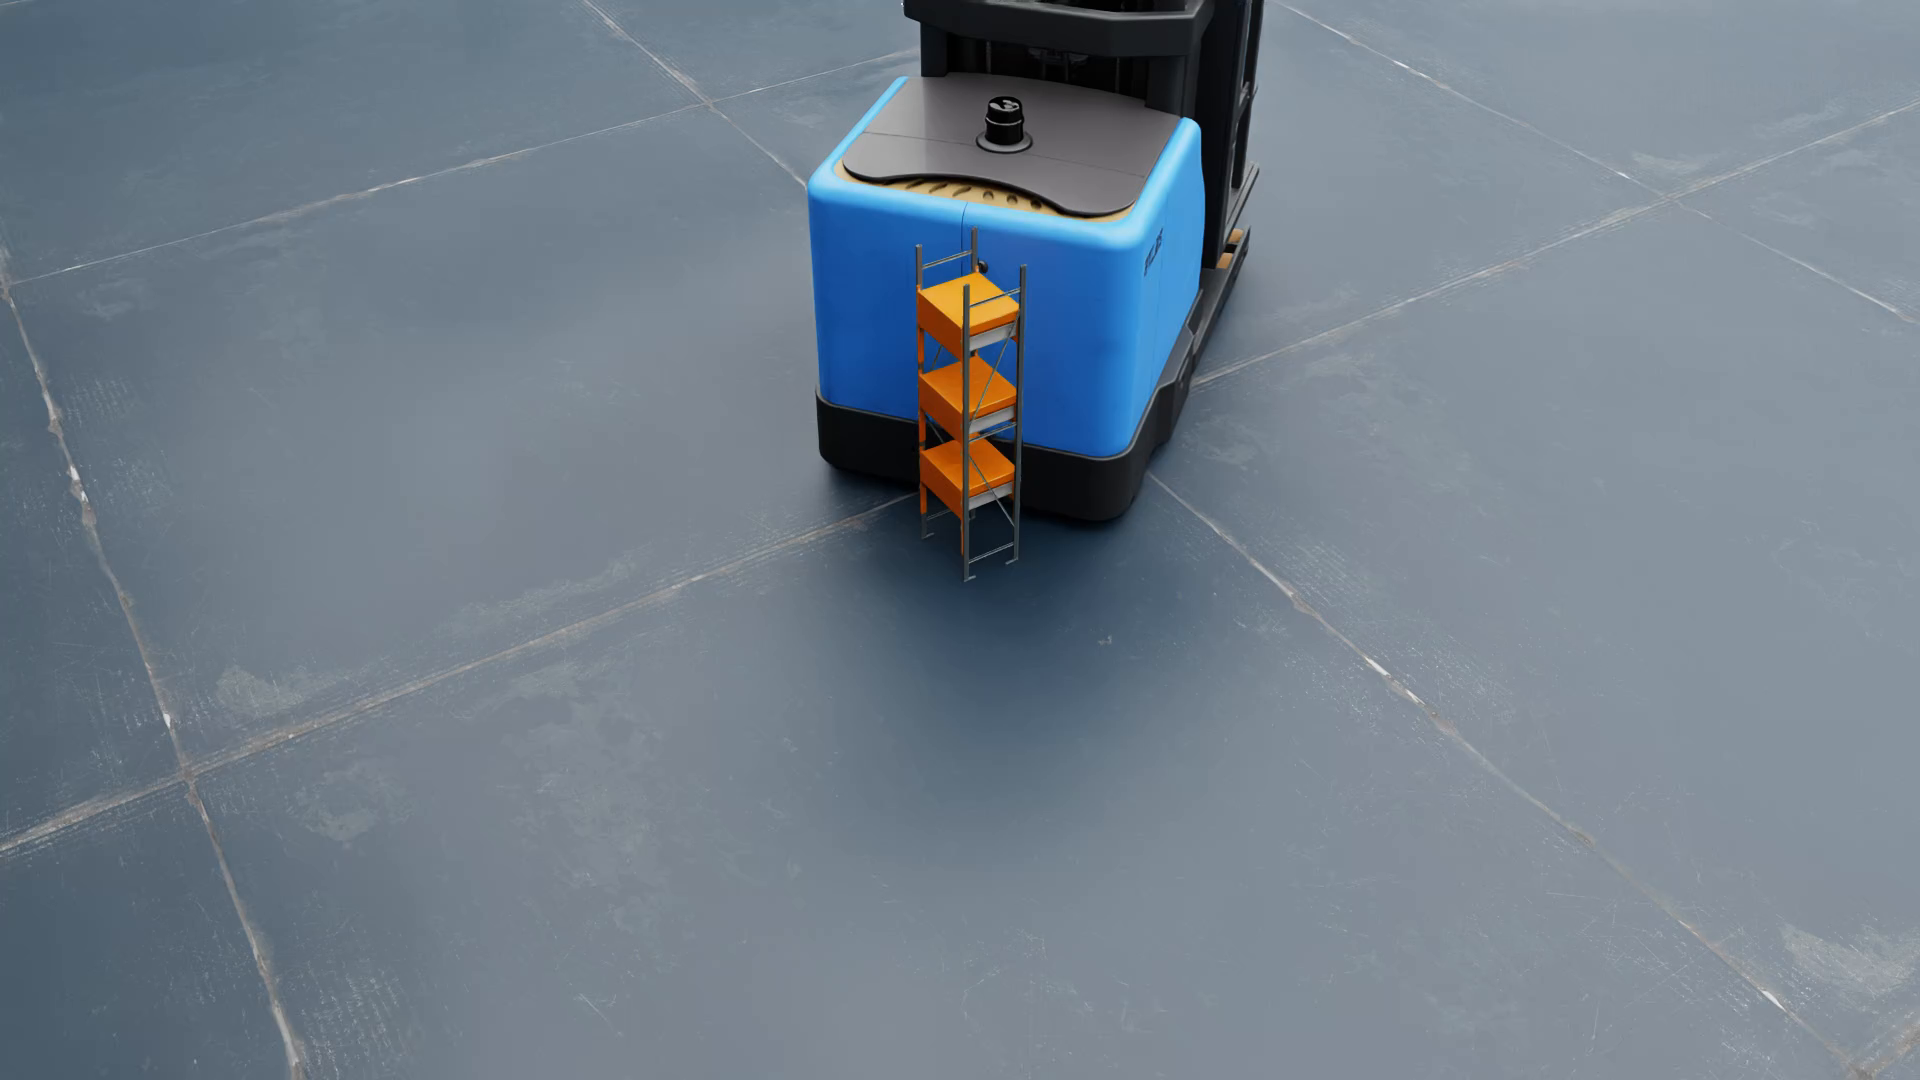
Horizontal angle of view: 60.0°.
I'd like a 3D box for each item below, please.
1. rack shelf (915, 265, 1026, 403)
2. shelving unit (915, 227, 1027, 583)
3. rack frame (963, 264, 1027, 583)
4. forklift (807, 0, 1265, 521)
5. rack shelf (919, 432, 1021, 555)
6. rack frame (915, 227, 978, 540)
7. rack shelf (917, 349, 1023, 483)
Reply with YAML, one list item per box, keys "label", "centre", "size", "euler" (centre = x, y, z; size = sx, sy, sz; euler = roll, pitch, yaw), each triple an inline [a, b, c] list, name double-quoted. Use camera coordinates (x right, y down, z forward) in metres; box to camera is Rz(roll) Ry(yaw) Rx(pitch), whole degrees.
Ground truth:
- label: "rack shelf"
  centre: [0.029, -0.584, 4.704]
  size: [0.215, 0.259, 0.240]
  euler: [-22, 45, -24]
- label: "shelving unit"
  centre: [0.029, -0.374, 4.879]
  size: [0.215, 1.050, 0.252]
  euler: [-22, 45, -24]
- label: "rack frame"
  centre: [0.094, -0.309, 4.800]
  size: [0.200, 1.050, 0.008]
  euler: [-22, 45, -24]
- label: "forklift"
  centre: [0.496, -2.137, 5.525]
  size: [1.130, 2.935, 3.031]
  euler: [12, 41, 15]
- label: "rack shelf"
  centre: [0.029, -0.153, 5.064]
  size: [0.215, 0.259, 0.240]
  euler: [-22, 45, -24]
- label: "rack frame"
  centre: [-0.037, -0.440, 4.958]
  size: [0.200, 1.050, 0.008]
  euler: [-22, 45, -24]
- label: "rack shelf"
  centre: [0.029, -0.366, 4.886]
  size: [0.215, 0.259, 0.240]
  euler: [-22, 45, -24]
